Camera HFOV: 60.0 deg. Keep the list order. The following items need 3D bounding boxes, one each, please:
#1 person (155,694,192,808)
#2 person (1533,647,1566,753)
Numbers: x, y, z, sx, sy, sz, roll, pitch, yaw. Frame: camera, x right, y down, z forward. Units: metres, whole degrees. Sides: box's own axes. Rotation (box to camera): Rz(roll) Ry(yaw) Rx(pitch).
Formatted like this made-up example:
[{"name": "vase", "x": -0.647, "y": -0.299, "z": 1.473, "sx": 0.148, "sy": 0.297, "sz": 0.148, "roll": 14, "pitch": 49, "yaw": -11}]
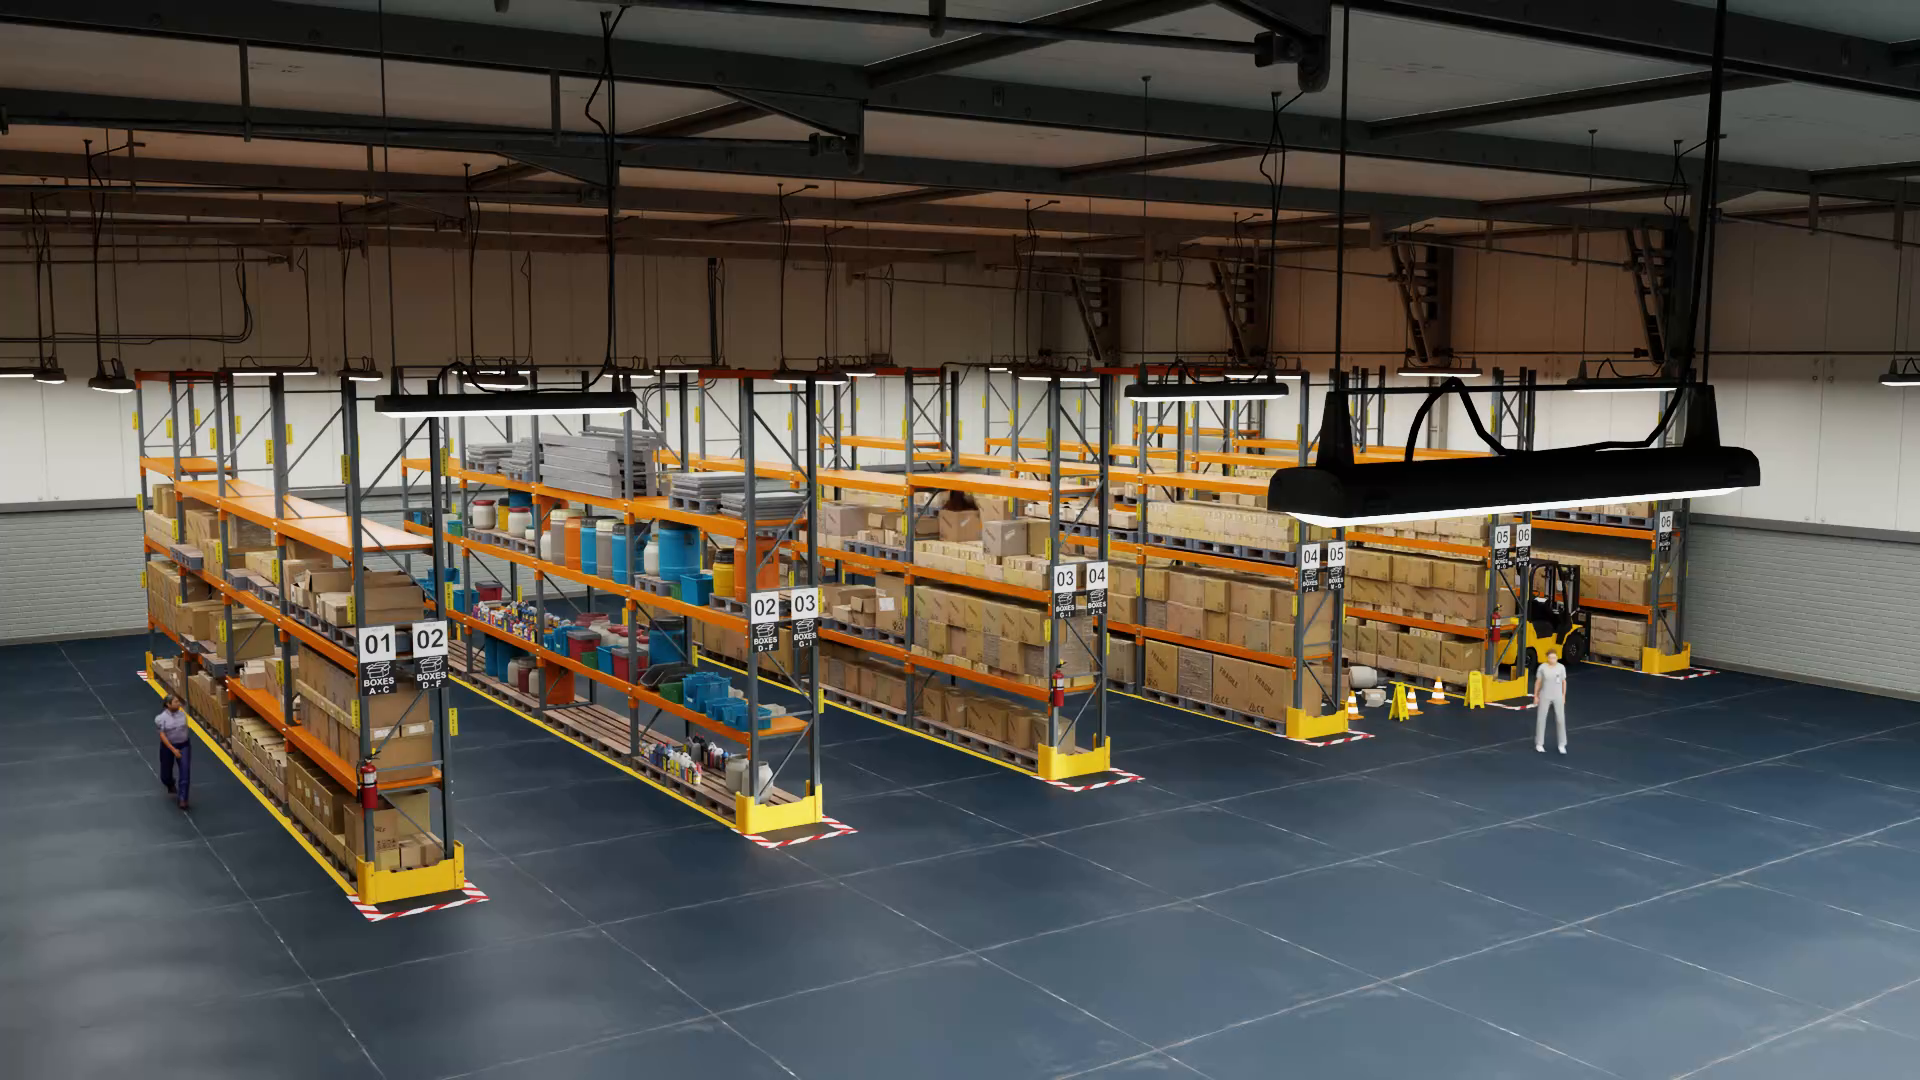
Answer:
[{"name": "person", "x": -11.018, "y": 2.934, "z": 23.320, "sx": 0.448, "sy": 1.552, "sz": 0.943, "roll": -3, "pitch": 7, "yaw": -27}, {"name": "person", "x": 9.374, "y": 2.514, "z": 26.367, "sx": 0.529, "sy": 1.659, "sz": 0.391, "roll": 1, "pitch": 7, "yaw": 13}]
